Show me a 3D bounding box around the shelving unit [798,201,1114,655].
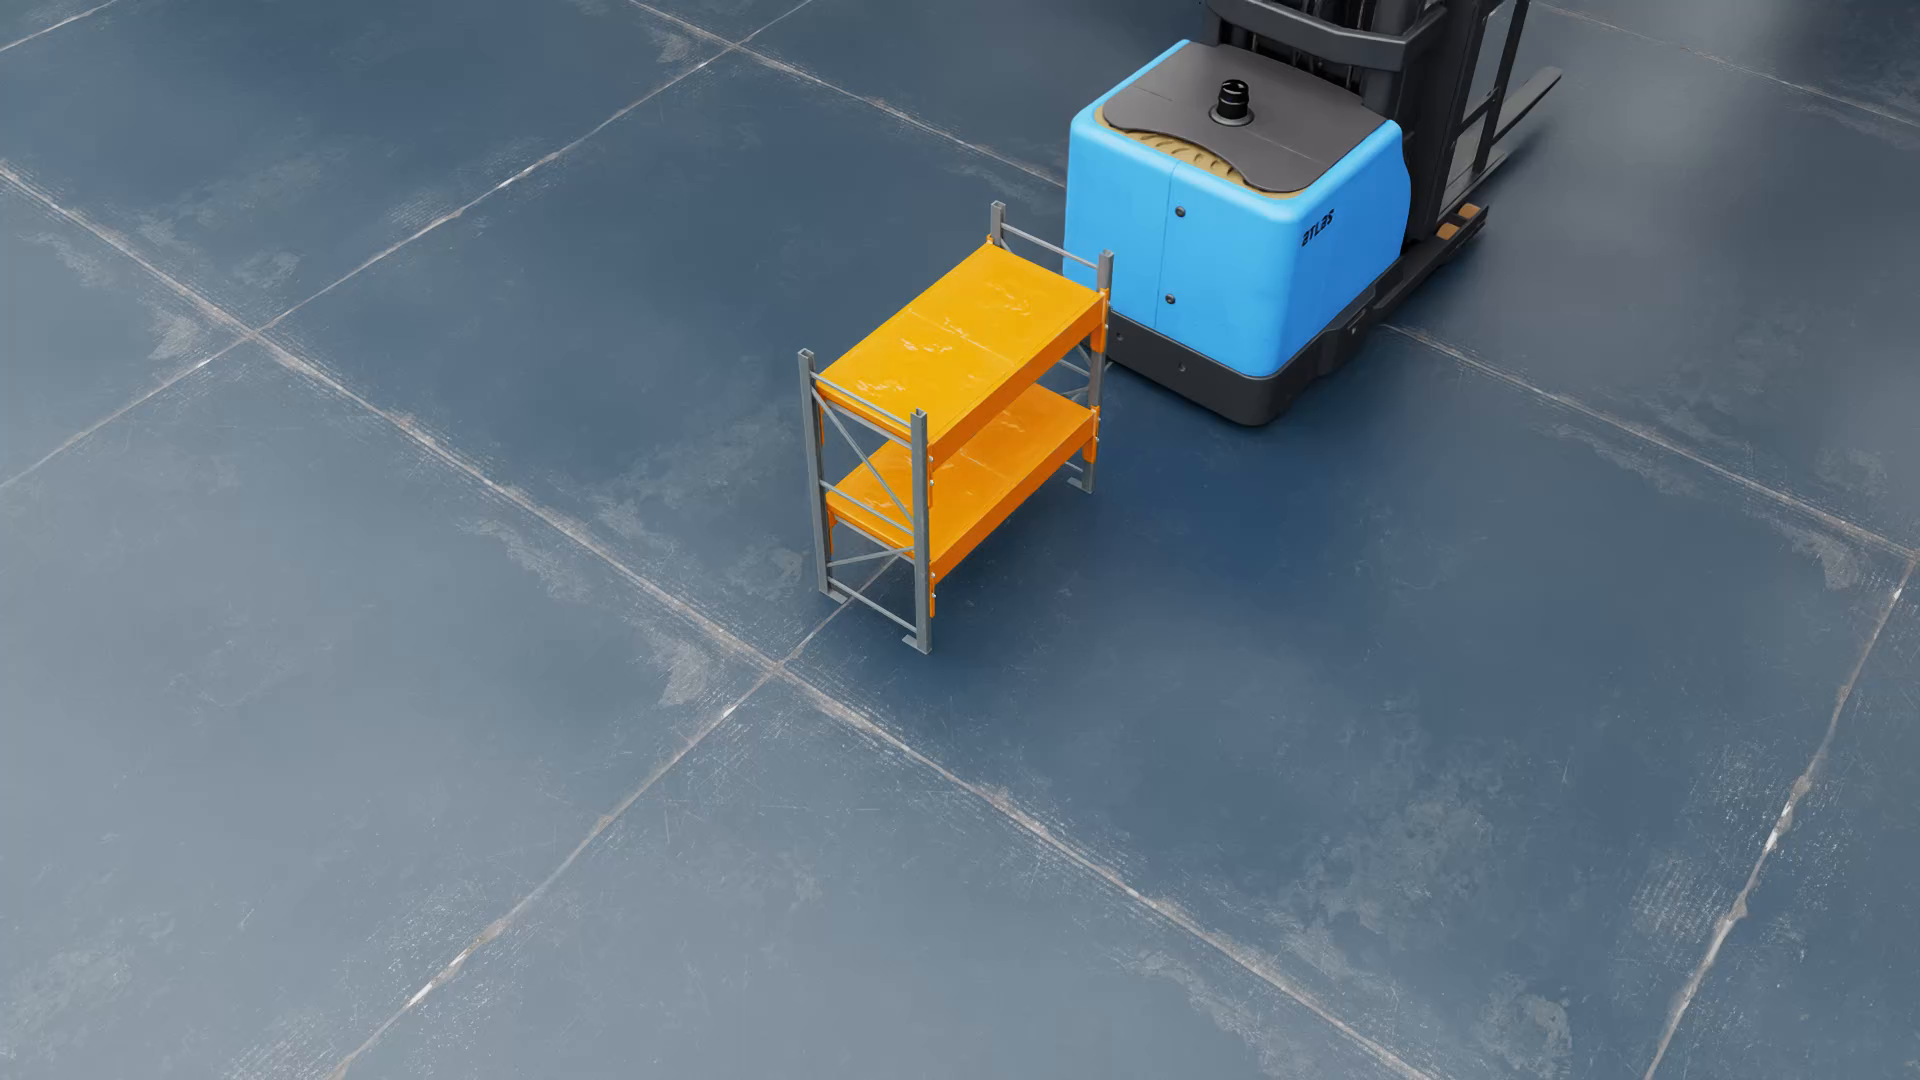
[{"bbox_3d":[0.004,-0.392,5.847,0.538,1.125,1.048,29,53,25],"label":"shelving unit"}]

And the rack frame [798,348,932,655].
[{"bbox_3d":[-0.307,-0.102,5.569,0.500,1.125,0.032,29,53,25],"label":"rack frame"}]

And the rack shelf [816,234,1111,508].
[{"bbox_3d":[0.004,-0.595,5.635,0.538,0.278,1.000,29,53,25],"label":"rack shelf"}]

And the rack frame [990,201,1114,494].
[{"bbox_3d":[0.315,-0.683,6.125,0.500,1.125,0.032,29,53,25],"label":"rack frame"}]

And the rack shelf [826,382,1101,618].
[{"bbox_3d":[0.004,-0.224,6.024,0.538,0.278,1.000,29,53,25],"label":"rack shelf"}]

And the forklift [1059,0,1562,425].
[{"bbox_3d":[1.730,-2.469,6.582,1.130,2.935,3.031,31,54,26],"label":"forklift"}]
